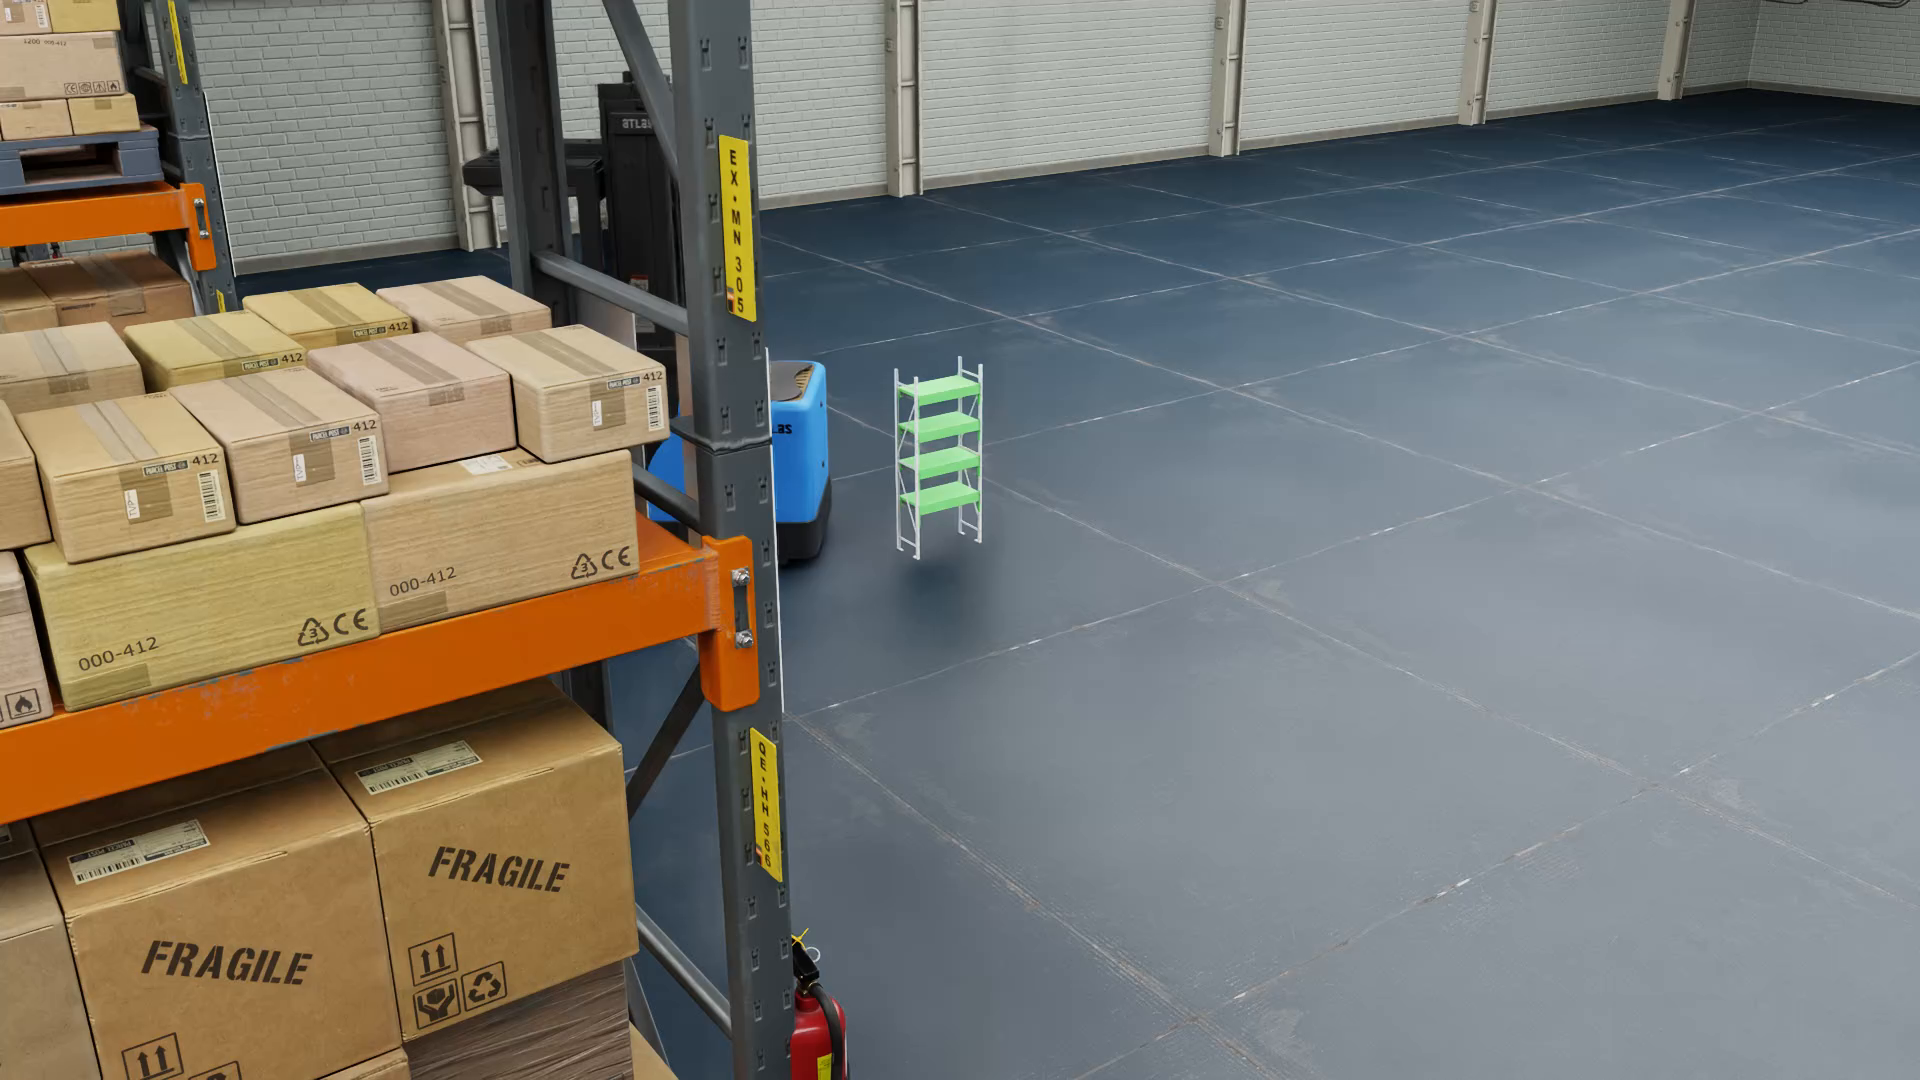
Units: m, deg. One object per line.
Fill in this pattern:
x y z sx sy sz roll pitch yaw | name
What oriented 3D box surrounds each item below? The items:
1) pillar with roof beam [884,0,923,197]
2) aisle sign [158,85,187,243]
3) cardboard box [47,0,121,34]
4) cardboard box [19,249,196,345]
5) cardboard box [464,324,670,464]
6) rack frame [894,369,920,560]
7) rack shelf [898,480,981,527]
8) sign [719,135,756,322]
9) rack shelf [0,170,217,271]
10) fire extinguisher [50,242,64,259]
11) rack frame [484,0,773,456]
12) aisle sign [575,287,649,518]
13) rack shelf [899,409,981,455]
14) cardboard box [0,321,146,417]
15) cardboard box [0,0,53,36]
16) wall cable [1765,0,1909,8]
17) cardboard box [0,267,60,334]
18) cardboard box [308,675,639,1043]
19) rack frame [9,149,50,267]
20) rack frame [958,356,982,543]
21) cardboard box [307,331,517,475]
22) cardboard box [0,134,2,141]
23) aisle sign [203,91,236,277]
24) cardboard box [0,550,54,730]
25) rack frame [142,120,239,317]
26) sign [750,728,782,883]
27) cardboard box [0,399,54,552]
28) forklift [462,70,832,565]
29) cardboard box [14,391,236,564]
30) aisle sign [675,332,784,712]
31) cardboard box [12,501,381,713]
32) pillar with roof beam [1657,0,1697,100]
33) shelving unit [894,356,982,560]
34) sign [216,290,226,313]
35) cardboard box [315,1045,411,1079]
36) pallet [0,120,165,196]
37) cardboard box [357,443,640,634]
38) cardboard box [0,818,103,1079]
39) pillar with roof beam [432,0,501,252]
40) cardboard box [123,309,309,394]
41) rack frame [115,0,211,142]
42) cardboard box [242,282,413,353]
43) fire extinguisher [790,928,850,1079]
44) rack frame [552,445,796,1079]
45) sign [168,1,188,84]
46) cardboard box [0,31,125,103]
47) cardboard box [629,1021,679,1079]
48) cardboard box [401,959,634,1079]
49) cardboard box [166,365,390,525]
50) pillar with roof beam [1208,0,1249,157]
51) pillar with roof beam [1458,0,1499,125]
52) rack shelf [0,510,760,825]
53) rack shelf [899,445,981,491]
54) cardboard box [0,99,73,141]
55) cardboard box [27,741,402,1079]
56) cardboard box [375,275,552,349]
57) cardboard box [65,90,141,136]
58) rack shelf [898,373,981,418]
1.762 -7.615 17.838 0.400 9.000 9.100 -15 26 -33 | pillar with roof beam
-3.645 -1.759 7.750 0.004 0.787 0.394 -15 26 -33 | aisle sign
-3.602 -2.160 6.775 0.250 0.149 0.380 -15 26 -32 | cardboard box
-3.851 -0.949 7.567 0.550 0.550 0.875 -15 26 -33 | cardboard box
-0.755 -0.287 3.185 0.250 0.149 0.380 -15 26 -33 | cardboard box
-0.332 -0.469 10.452 0.015 1.200 0.240 -15 26 -33 | rack frame
-0.134 -0.239 10.697 0.480 0.148 0.258 -15 26 -33 | rack shelf
-0.404 -0.565 3.024 0.005 0.325 0.100 -15 26 -33 | sign
-5.150 -1.072 6.460 4.000 0.370 1.077 -15 26 -33 | rack shelf
-6.138 -1.764 11.374 0.183 0.674 0.296 -15 26 -33 | fire extinguisher
-0.712 -1.719 3.061 0.127 3.000 1.000 -15 26 -33 | rack frame
-0.837 -0.243 3.951 0.004 0.787 0.394 -15 26 -33 | aisle sign
-0.134 -0.685 10.519 0.480 0.148 0.258 -15 26 -33 | rack shelf
-1.734 -0.295 3.204 0.250 0.149 0.380 -14 26 -31 | cardboard box
-3.806 -2.106 6.641 0.250 0.149 0.380 -15 26 -33 | cardboard box
17.022 -11.604 32.024 0.112 2.526 3.097 -15 26 -33 | wall cable
-4.243 -0.802 7.200 0.550 0.550 0.875 -15 26 -33 | cardboard box
-1.014 0.612 3.430 0.500 0.500 0.500 -15 26 -33 | cardboard box
-6.500 -1.914 11.645 0.127 3.000 1.000 -15 26 -33 | rack frame
0.064 -0.574 10.717 0.015 1.200 0.240 -15 26 -33 | rack frame
-1.035 -0.266 3.132 0.250 0.149 0.380 -16 27 -35 | cardboard box
-4.012 -1.680 6.650 0.250 0.149 0.380 -14 26 -32 | cardboard box
-3.294 -1.579 7.298 0.004 0.787 0.394 -15 26 -33 | aisle sign
-1.780 0.142 2.647 0.500 0.250 0.500 -14 26 -32 | cardboard box
-3.527 -0.446 7.967 0.127 3.000 1.000 -15 26 -33 | rack frame
-0.404 0.555 3.471 0.005 0.325 0.100 -15 26 -33 | sign
-1.657 -0.096 2.707 0.250 0.149 0.380 -15 26 -32 | cardboard box
-2.396 -1.385 10.412 3.031 2.935 1.130 1 22 1 | forklift
-1.383 -0.112 2.747 0.250 0.149 0.380 -15 26 -33 | cardboard box
-0.487 -0.063 3.499 0.004 0.787 0.394 -15 26 -33 | aisle sign
-1.359 0.034 2.919 0.500 0.250 0.500 -15 26 -33 | cardboard box
16.373 -11.511 27.602 0.400 9.000 9.100 -15 26 -33 | pillar with roof beam
-0.134 -0.521 10.584 0.503 1.200 0.258 -15 26 -33 | shelving unit
-3.221 -0.928 7.292 0.005 0.325 0.100 -15 26 -33 | sign
-1.511 1.138 3.460 0.500 0.500 0.875 -15 26 -33 | cardboard box
-4.123 -1.635 7.018 1.213 0.211 1.003 -15 26 -33 | pallet
-0.955 -0.075 3.192 0.500 0.250 0.500 -14 26 -32 | cardboard box
-1.824 0.830 2.885 0.500 0.500 0.500 -15 26 -33 | cardboard box
-3.109 -6.316 14.584 0.400 9.000 9.100 -15 26 -33 | pillar with roof beam
-1.471 -0.332 3.298 0.250 0.149 0.380 -15 26 -34 | cardboard box
-3.527 -3.233 6.856 0.127 3.000 1.000 -15 26 -33 | rack frame
-1.338 -0.424 3.528 0.250 0.149 0.380 -14 26 -32 | cardboard box
-0.350 1.218 3.902 0.183 0.674 0.296 -15 26 -33 | fire extinguisher
-0.712 1.068 4.173 0.127 3.000 1.000 -15 26 -33 | rack frame
-3.221 -2.048 6.845 0.005 0.325 0.100 -15 26 -33 | sign
-3.761 -1.959 6.812 0.500 0.250 0.500 -15 26 -32 | cardboard box
-0.823 1.308 3.909 0.250 0.149 0.380 -15 26 -33 | cardboard box
-1.175 0.994 3.822 0.500 0.500 0.875 -15 26 -33 | cardboard box
-1.193 -0.174 2.901 0.250 0.149 0.380 -16 27 -35 | cardboard box
6.632 -8.914 21.093 0.400 9.000 9.100 -15 26 -33 | pillar with roof beam
11.503 -10.213 24.347 0.400 9.000 9.100 -15 26 -33 | pillar with roof beam
-2.336 0.442 2.666 4.000 0.370 1.077 -15 26 -33 | rack shelf
-0.134 -0.462 10.608 0.480 0.148 0.258 -15 26 -33 | rack shelf
-3.804 -1.736 6.790 0.250 0.149 0.380 -15 26 -32 | cardboard box
-1.417 0.722 3.154 0.500 0.500 0.500 -15 26 -33 | cardboard box
-1.071 -0.451 3.596 0.250 0.149 0.380 -15 26 -33 | cardboard box
-3.599 -1.790 6.926 0.250 0.149 0.380 -15 26 -33 | cardboard box
-0.134 -0.908 10.430 0.480 0.148 0.258 -15 26 -33 | rack shelf
